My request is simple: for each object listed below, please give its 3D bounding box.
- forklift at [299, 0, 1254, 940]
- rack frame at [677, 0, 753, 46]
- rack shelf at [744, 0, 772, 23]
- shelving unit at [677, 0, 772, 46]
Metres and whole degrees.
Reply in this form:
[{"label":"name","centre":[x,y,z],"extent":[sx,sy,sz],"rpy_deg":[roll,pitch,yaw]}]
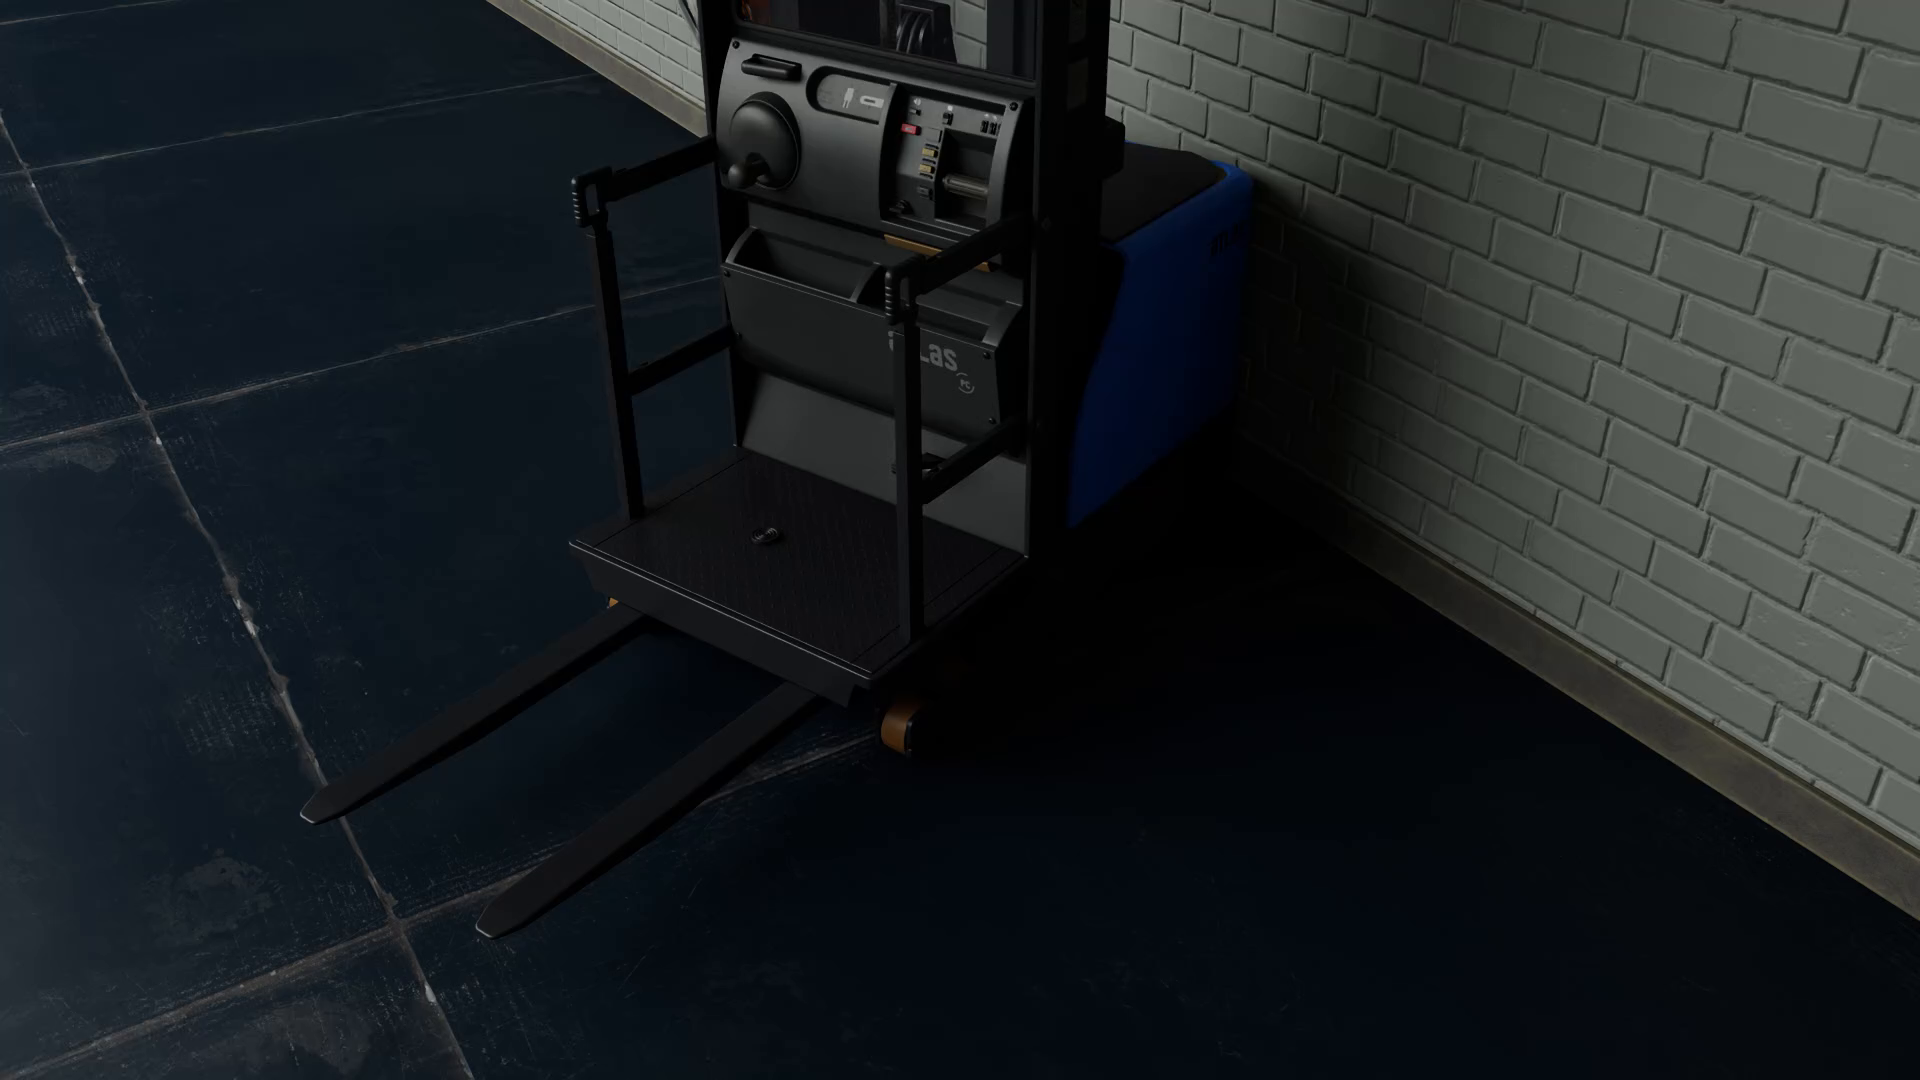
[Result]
[{"label":"forklift","centre":[-0.367,-0.969,4.039],"extent":[1.130,2.935,3.031],"rpy_deg":[21,38,30]},{"label":"rack frame","centre":[-0.829,-1.808,6.389],"extent":[0.015,2.100,0.400],"rpy_deg":[-23,-5,-33]},{"label":"rack shelf","centre":[-0.636,-1.877,6.521],"extent":[0.480,0.518,0.431],"rpy_deg":[-23,-5,-33]},{"label":"shelving unit","centre":[-0.642,-1.889,6.522],"extent":[0.503,2.100,0.431],"rpy_deg":[-23,-5,-33]}]
